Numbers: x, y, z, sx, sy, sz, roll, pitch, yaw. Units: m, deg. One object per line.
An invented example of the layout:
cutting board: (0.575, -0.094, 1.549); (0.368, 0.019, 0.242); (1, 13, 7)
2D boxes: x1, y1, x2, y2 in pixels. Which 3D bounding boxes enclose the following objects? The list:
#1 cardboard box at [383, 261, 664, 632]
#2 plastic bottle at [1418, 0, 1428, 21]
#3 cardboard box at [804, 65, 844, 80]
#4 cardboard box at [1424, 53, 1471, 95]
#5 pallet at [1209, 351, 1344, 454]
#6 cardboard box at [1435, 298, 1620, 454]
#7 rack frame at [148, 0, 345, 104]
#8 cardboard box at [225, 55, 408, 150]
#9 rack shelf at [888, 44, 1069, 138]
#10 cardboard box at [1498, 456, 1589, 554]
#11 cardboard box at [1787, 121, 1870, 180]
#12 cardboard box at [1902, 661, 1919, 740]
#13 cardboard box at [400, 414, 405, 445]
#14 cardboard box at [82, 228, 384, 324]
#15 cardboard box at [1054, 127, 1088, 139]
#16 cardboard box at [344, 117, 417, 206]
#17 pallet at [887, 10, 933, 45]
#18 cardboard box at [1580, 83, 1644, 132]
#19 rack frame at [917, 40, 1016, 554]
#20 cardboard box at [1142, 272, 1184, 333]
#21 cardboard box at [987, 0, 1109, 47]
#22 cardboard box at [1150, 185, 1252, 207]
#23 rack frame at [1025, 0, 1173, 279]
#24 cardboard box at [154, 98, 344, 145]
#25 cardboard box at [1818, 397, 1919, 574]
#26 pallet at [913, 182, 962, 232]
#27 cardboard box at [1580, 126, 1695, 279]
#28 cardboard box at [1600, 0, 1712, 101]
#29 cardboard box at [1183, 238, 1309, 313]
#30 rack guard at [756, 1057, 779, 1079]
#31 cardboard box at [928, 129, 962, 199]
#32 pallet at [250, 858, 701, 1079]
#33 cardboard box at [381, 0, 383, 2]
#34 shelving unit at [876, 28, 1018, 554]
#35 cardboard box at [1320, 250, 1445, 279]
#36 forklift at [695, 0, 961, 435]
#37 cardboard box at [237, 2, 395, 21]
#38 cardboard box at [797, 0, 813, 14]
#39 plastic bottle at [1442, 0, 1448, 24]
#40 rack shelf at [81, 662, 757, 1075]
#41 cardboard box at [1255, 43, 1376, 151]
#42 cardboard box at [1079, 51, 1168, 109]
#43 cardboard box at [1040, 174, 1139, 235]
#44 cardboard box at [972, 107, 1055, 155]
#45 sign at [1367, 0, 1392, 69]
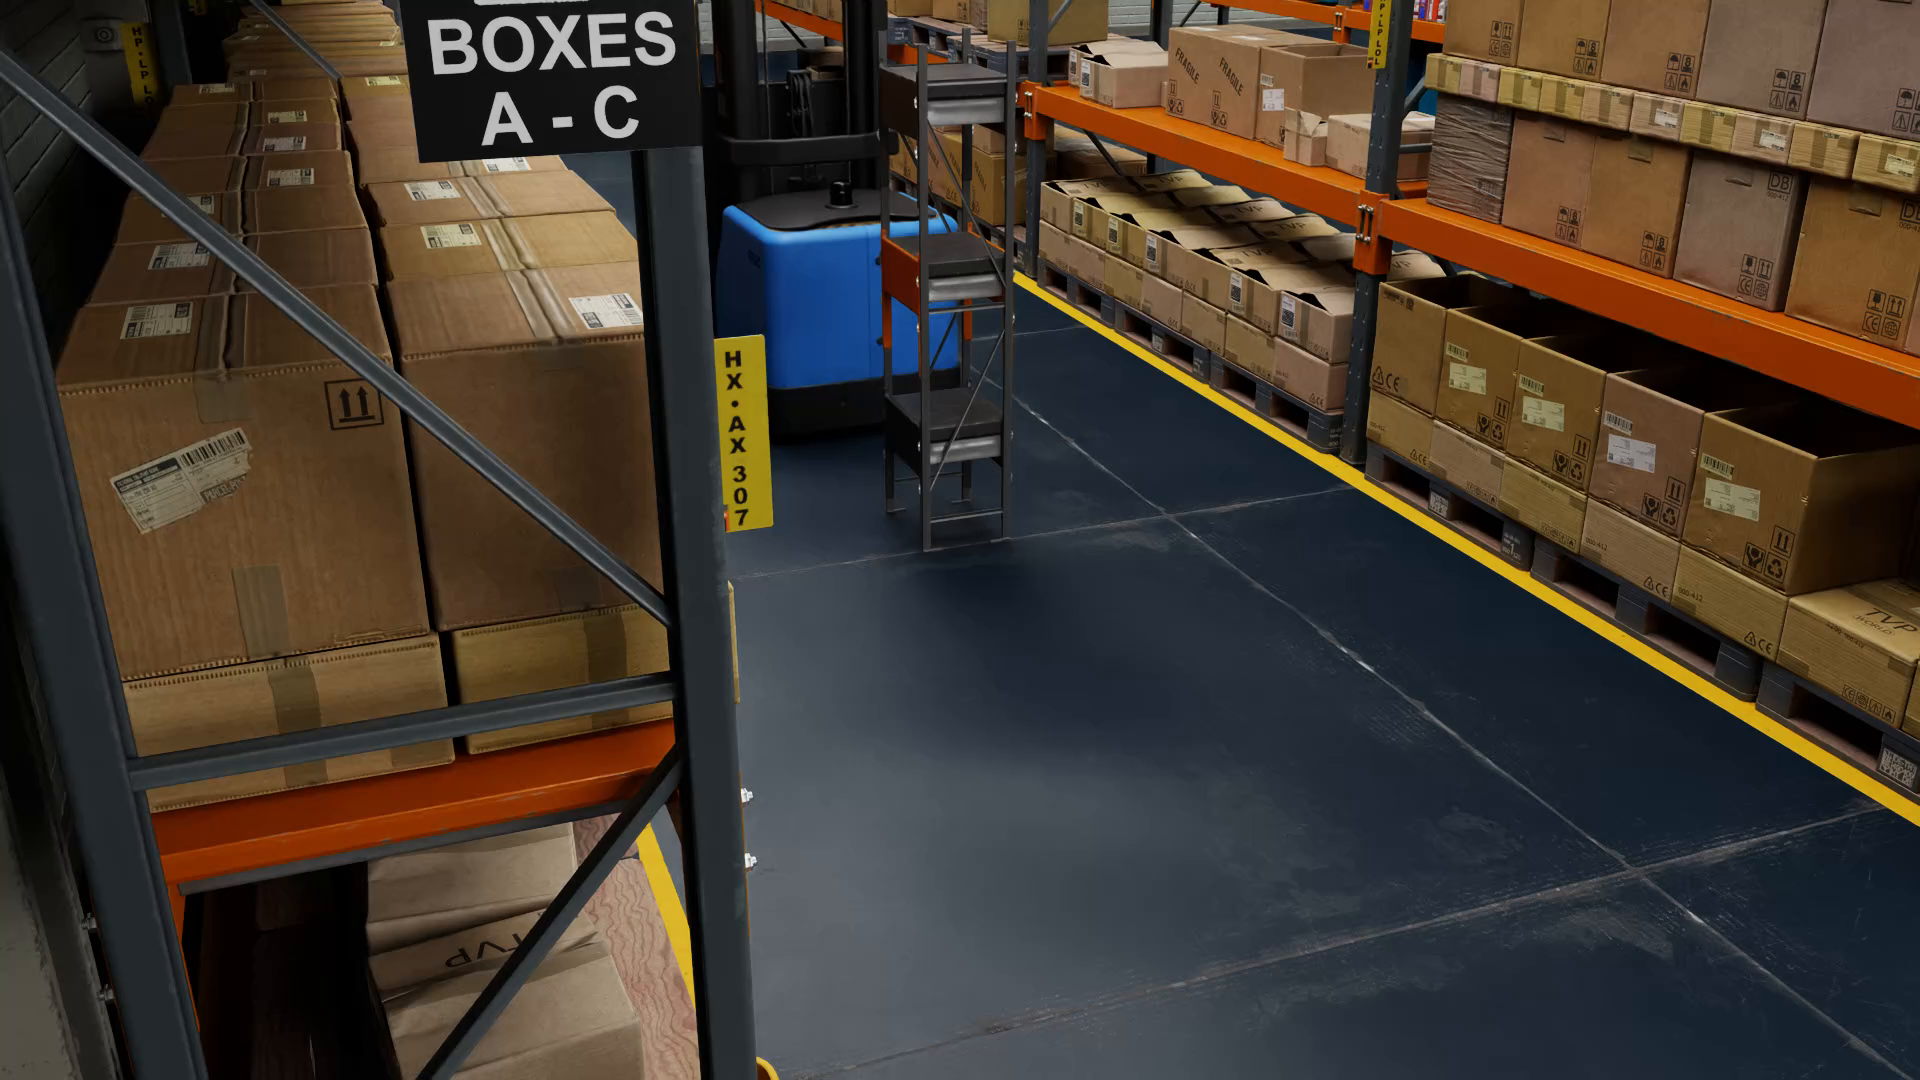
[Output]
cardboard box: (-0.751, -0.194, 3.050); (0.500, 0.500, 0.500); (-8, 24, -19)
plastic bottle: (4.210, -4.845, 15.033); (0.061, 0.283, 0.133); (-8, 24, -19)
cardboard box: (-1.138, -4.469, 16.639); (0.797, 0.503, 0.637); (-8, 24, -19)
cardboard box: (2.270, -2.049, 7.285); (0.380, 0.149, 0.250); (-8, 24, -19)
pallet: (2.060, -0.805, 8.889); (1.003, 0.211, 1.213); (-8, 24, -19)
cardboard box: (2.411, -0.708, 7.102); (0.500, 0.500, 0.500); (-8, 24, -19)
rack frame: (-2.276, -1.147, 6.109); (1.000, 3.000, 0.127); (-8, 24, -19)
cardboard box: (-2.424, -1.585, 6.454); (0.700, 0.500, 0.500); (-8, 24, -19)
rack shelf: (0.237, -3.677, 13.037); (1.077, 0.370, 4.000); (-8, 24, -19)
cardboard box: (2.580, -0.180, 6.814); (0.500, 0.250, 0.500); (-8, 24, -19)
cardboard box: (2.998, -1.303, 5.514); (0.380, 0.149, 0.250); (-8, 24, -18)
cardboard box: (3.304, 0.545, 5.095); (0.500, 0.250, 0.500); (-8, 24, -19)
cardboard box: (-1.110, -0.227, 4.094); (0.500, 0.250, 0.500); (-9, 24, -20)
cardboard box: (-1.397, -0.306, 3.315); (0.500, 0.500, 0.500); (-8, 24, -18)
cardboard box: (0.687, -2.909, 12.942); (0.500, 0.500, 0.500); (-9, 24, -20)
cardboard box: (-1.471, -0.938, 4.816); (0.500, 0.500, 0.500); (-9, 24, -21)
pallet: (-0.289, -4.341, 13.934); (1.003, 0.211, 1.213); (-8, 24, -19)
cardboard box: (2.632, -1.678, 6.404); (0.380, 0.149, 0.250); (-9, 25, -21)
rack frame: (0.028, -0.939, 6.775); (0.400, 2.100, 0.015); (-8, 24, -19)
cardboard box: (1.402, -1.420, 9.757); (0.500, 0.250, 0.500); (-8, 24, -18)
cardboard box: (0.616, -3.734, 11.578); (0.700, 0.500, 0.500); (-18, 29, -36)
cardboard box: (1.549, -2.122, 10.699); (0.500, 0.311, 0.500); (-9, 24, -20)
rack frame: (0.943, -3.281, 11.173); (1.000, 3.000, 0.127); (-8, 24, -19)
cardboard box: (-2.127, -1.045, 5.068); (0.500, 0.500, 0.500); (-8, 24, -19)
cardboard box: (3.421, -0.233, 5.975); (0.500, 0.500, 0.500); (-8, 24, -19)
pallet: (0.288, -2.715, 13.421); (1.003, 0.211, 1.213); (-8, 24, -19)
cardboard box: (2.885, -1.340, 6.439); (0.700, 0.500, 0.500); (-8, 24, -18)
cardboard box: (2.875, -1.946, 6.206); (0.700, 0.500, 0.500); (-8, 24, -19)
cardboard box: (1.581, -1.490, 9.202); (0.500, 0.311, 0.500); (-8, 24, -19)
rack guard: (-0.890, 1.431, 3.212); (1.175, 0.500, 0.348); (-8, 24, -19)
cardboard box: (0.020, -3.018, 13.200); (0.500, 0.500, 0.500); (-9, 25, -21)
pallet: (-1.144, 1.264, 3.980); (1.003, 0.211, 1.213); (-8, 24, -19)
cardboard box: (-3.622, -3.004, 9.978); (0.500, 0.500, 0.500); (-8, 24, -17)
shelving unit: (-0.059, -1.028, 6.985); (0.431, 2.100, 0.503); (-8, 24, -19)
cardboard box: (2.272, -1.380, 8.939); (0.500, 0.311, 0.500); (-9, 24, -20)
forklift: (-1.028, -2.418, 9.212); (1.130, 2.935, 3.031); (-9, 25, -21)
cardboard box: (-3.291, -2.480, 8.578); (0.700, 0.500, 0.500); (-11, 25, -24)
cardboard box: (-1.253, -5.301, 15.836); (0.500, 0.500, 0.500); (-8, 24, -18)
plastic bottle: (4.382, -4.715, 14.734); (0.152, 0.276, 0.135); (-8, 24, -19)
rack shelf: (-1.570, -0.089, 4.525); (1.077, 0.370, 4.000); (-8, 24, -19)
cardboard box: (1.914, -2.347, 8.827); (0.500, 0.500, 0.500); (-7, 24, -15)
cardboard box: (1.078, -2.889, 10.356); (0.500, 0.311, 0.500); (-9, 24, -20)
cardboard box: (0.854, -2.236, 10.970); (0.500, 0.311, 0.500); (-7, 24, -17)
cardboard box: (0.370, -3.005, 12.205); (0.500, 0.250, 0.500); (-7, 24, -17)
sign: (1.852, -2.247, 7.330); (0.100, 0.325, 0.005); (-8, 24, -19)
